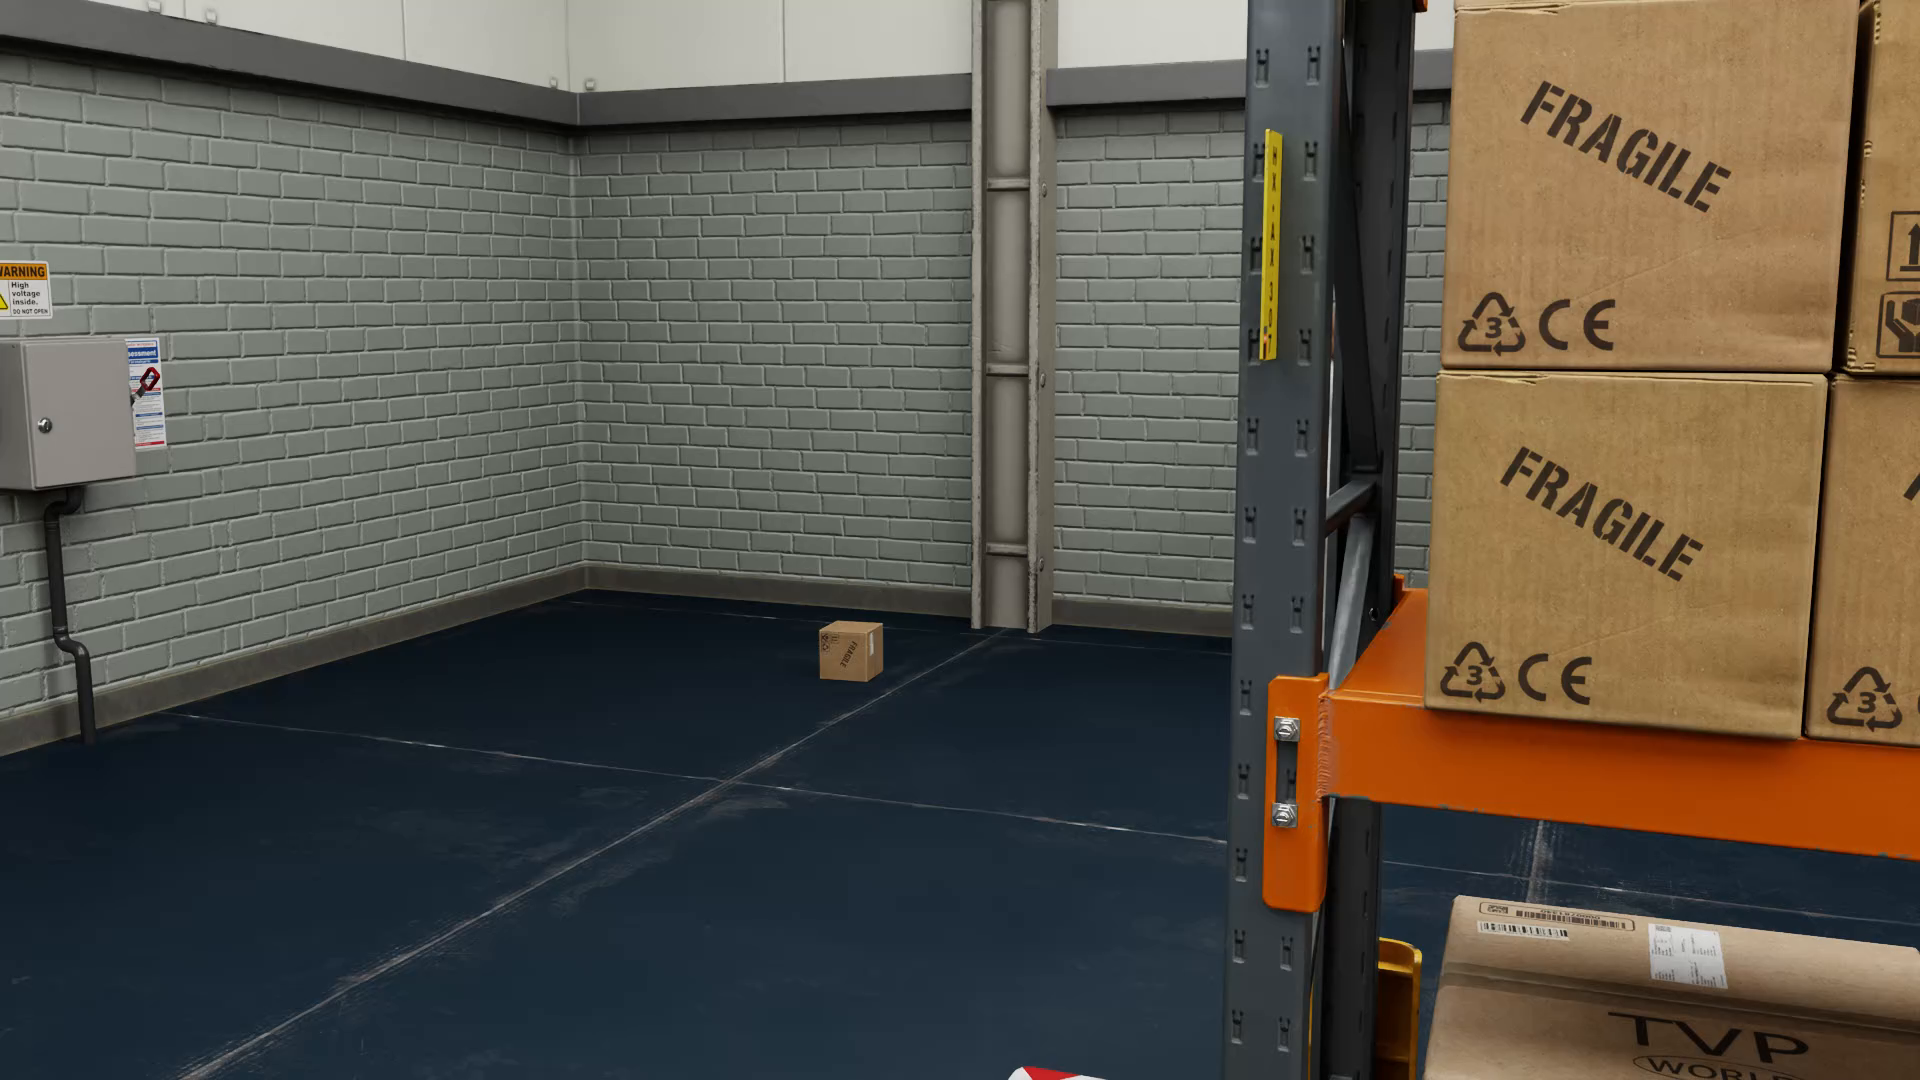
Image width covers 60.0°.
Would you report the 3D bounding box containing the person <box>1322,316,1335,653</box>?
[{"bbox_3d":[1.972,-0.295,8.861,0.404,1.807,0.571,-4,10,-26],"label":"person"}]
